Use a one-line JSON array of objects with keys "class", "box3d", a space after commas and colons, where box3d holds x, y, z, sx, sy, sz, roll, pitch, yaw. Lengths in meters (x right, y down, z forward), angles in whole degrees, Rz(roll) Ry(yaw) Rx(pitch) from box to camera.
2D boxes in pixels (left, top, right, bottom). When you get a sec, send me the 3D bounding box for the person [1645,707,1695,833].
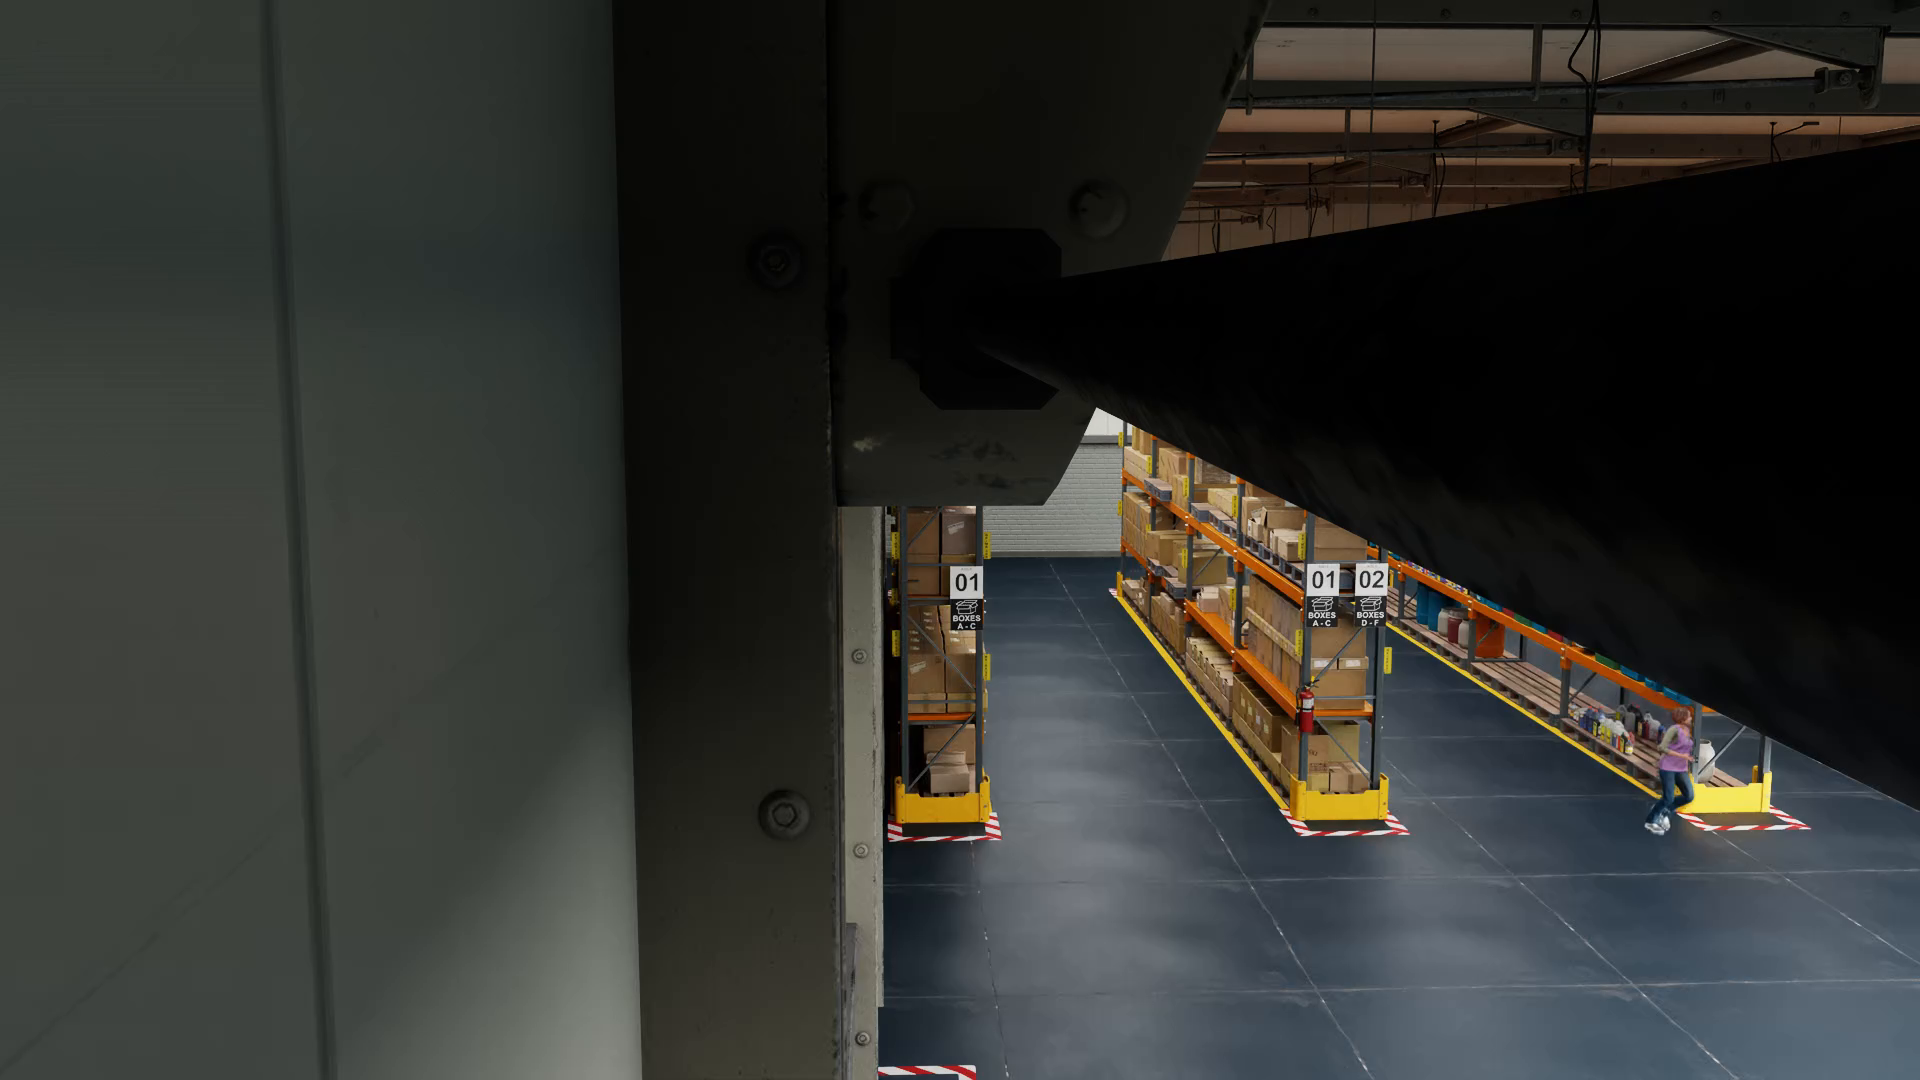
[{"class": "person", "box3d": [8.646, 2.767, 20.020, 0.543, 1.535, 0.543, -5, 9, -30]}]
